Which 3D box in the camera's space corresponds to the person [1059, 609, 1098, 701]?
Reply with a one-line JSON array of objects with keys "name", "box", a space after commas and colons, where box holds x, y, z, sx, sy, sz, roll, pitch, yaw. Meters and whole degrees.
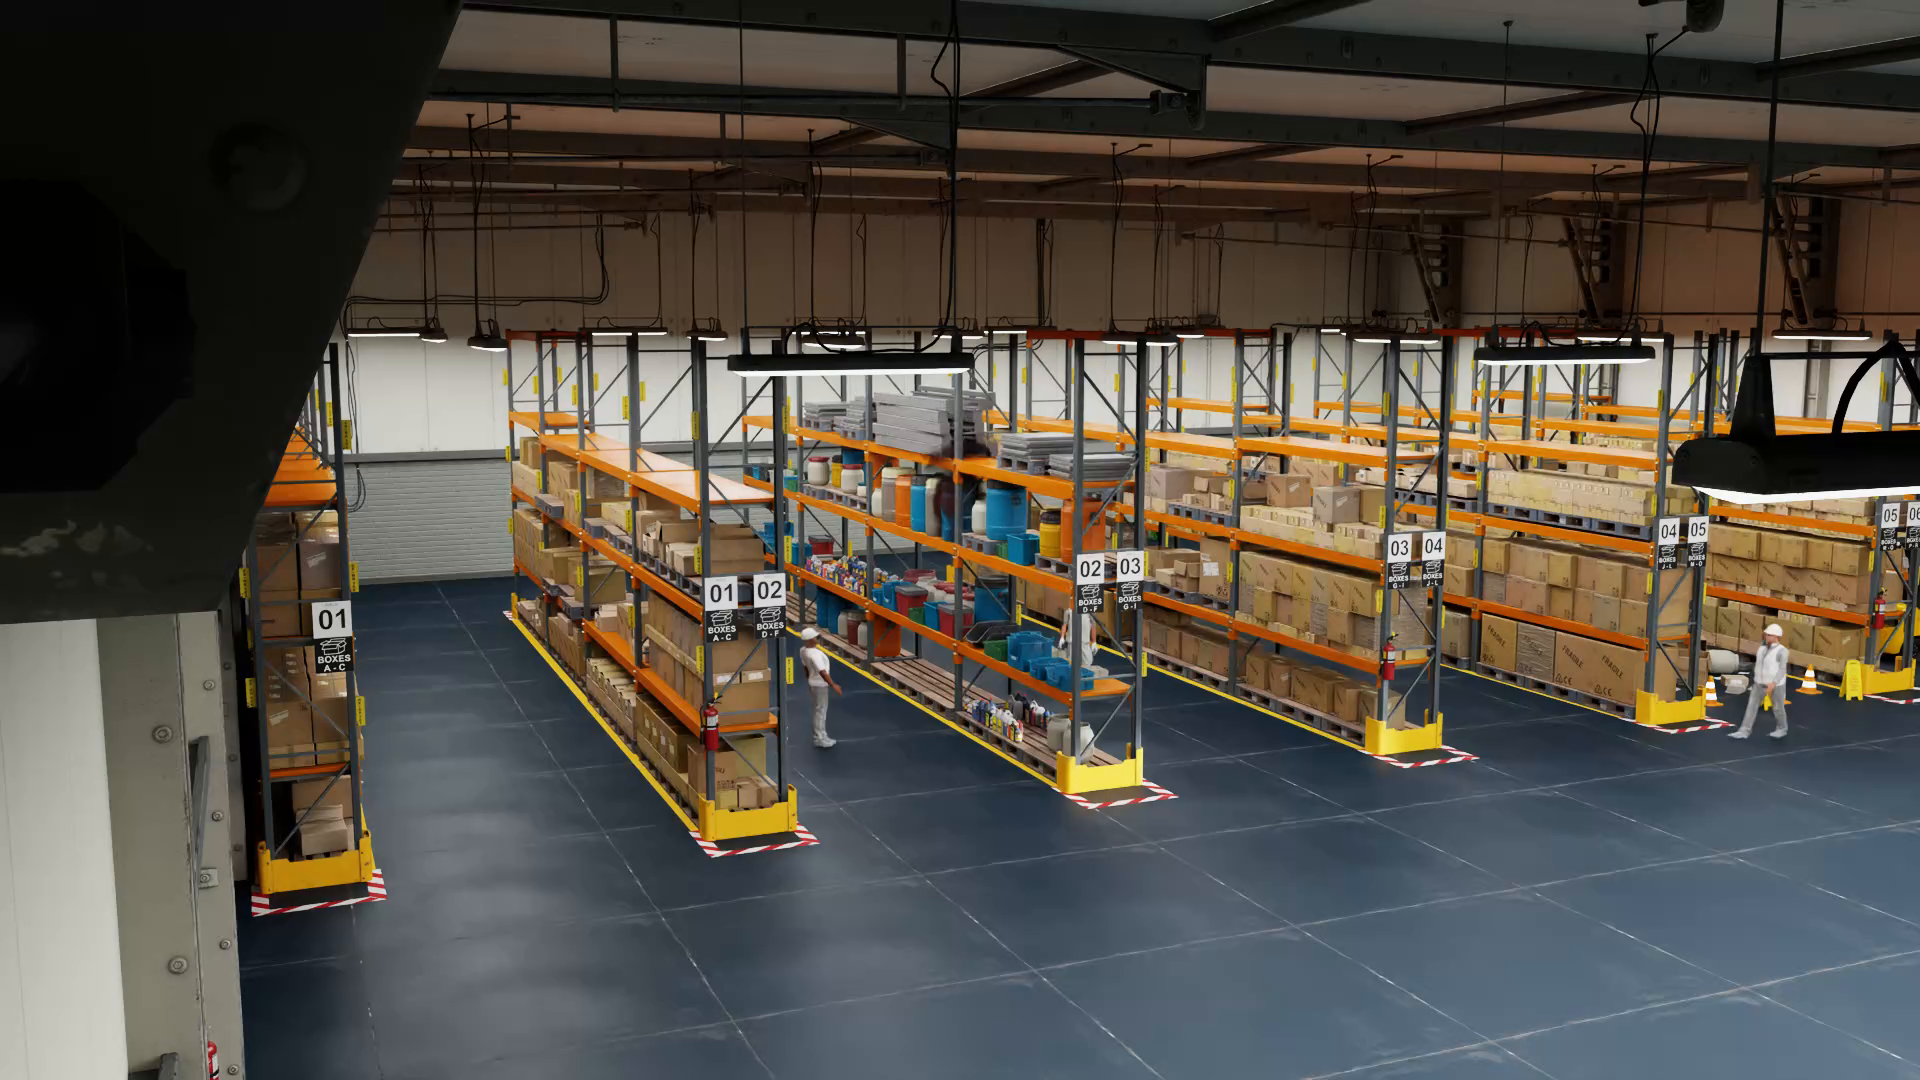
[{"name": "person", "box": [1.956, 1.718, 27.362, 0.687, 1.729, 0.963, -2, 8, -14]}]

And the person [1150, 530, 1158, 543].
[{"name": "person", "box": [4.989, -0.476, 43.644, 0.957, 1.746, 0.628, -5, 9, -30]}]

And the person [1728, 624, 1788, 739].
[{"name": "person", "box": [11.954, 2.109, 24.650, 0.980, 1.721, 0.551, -5, 9, -30]}]

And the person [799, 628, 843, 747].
[{"name": "person", "box": [-2.028, 2.151, 24.371, 0.652, 1.782, 0.673, 0, 8, 0]}]
